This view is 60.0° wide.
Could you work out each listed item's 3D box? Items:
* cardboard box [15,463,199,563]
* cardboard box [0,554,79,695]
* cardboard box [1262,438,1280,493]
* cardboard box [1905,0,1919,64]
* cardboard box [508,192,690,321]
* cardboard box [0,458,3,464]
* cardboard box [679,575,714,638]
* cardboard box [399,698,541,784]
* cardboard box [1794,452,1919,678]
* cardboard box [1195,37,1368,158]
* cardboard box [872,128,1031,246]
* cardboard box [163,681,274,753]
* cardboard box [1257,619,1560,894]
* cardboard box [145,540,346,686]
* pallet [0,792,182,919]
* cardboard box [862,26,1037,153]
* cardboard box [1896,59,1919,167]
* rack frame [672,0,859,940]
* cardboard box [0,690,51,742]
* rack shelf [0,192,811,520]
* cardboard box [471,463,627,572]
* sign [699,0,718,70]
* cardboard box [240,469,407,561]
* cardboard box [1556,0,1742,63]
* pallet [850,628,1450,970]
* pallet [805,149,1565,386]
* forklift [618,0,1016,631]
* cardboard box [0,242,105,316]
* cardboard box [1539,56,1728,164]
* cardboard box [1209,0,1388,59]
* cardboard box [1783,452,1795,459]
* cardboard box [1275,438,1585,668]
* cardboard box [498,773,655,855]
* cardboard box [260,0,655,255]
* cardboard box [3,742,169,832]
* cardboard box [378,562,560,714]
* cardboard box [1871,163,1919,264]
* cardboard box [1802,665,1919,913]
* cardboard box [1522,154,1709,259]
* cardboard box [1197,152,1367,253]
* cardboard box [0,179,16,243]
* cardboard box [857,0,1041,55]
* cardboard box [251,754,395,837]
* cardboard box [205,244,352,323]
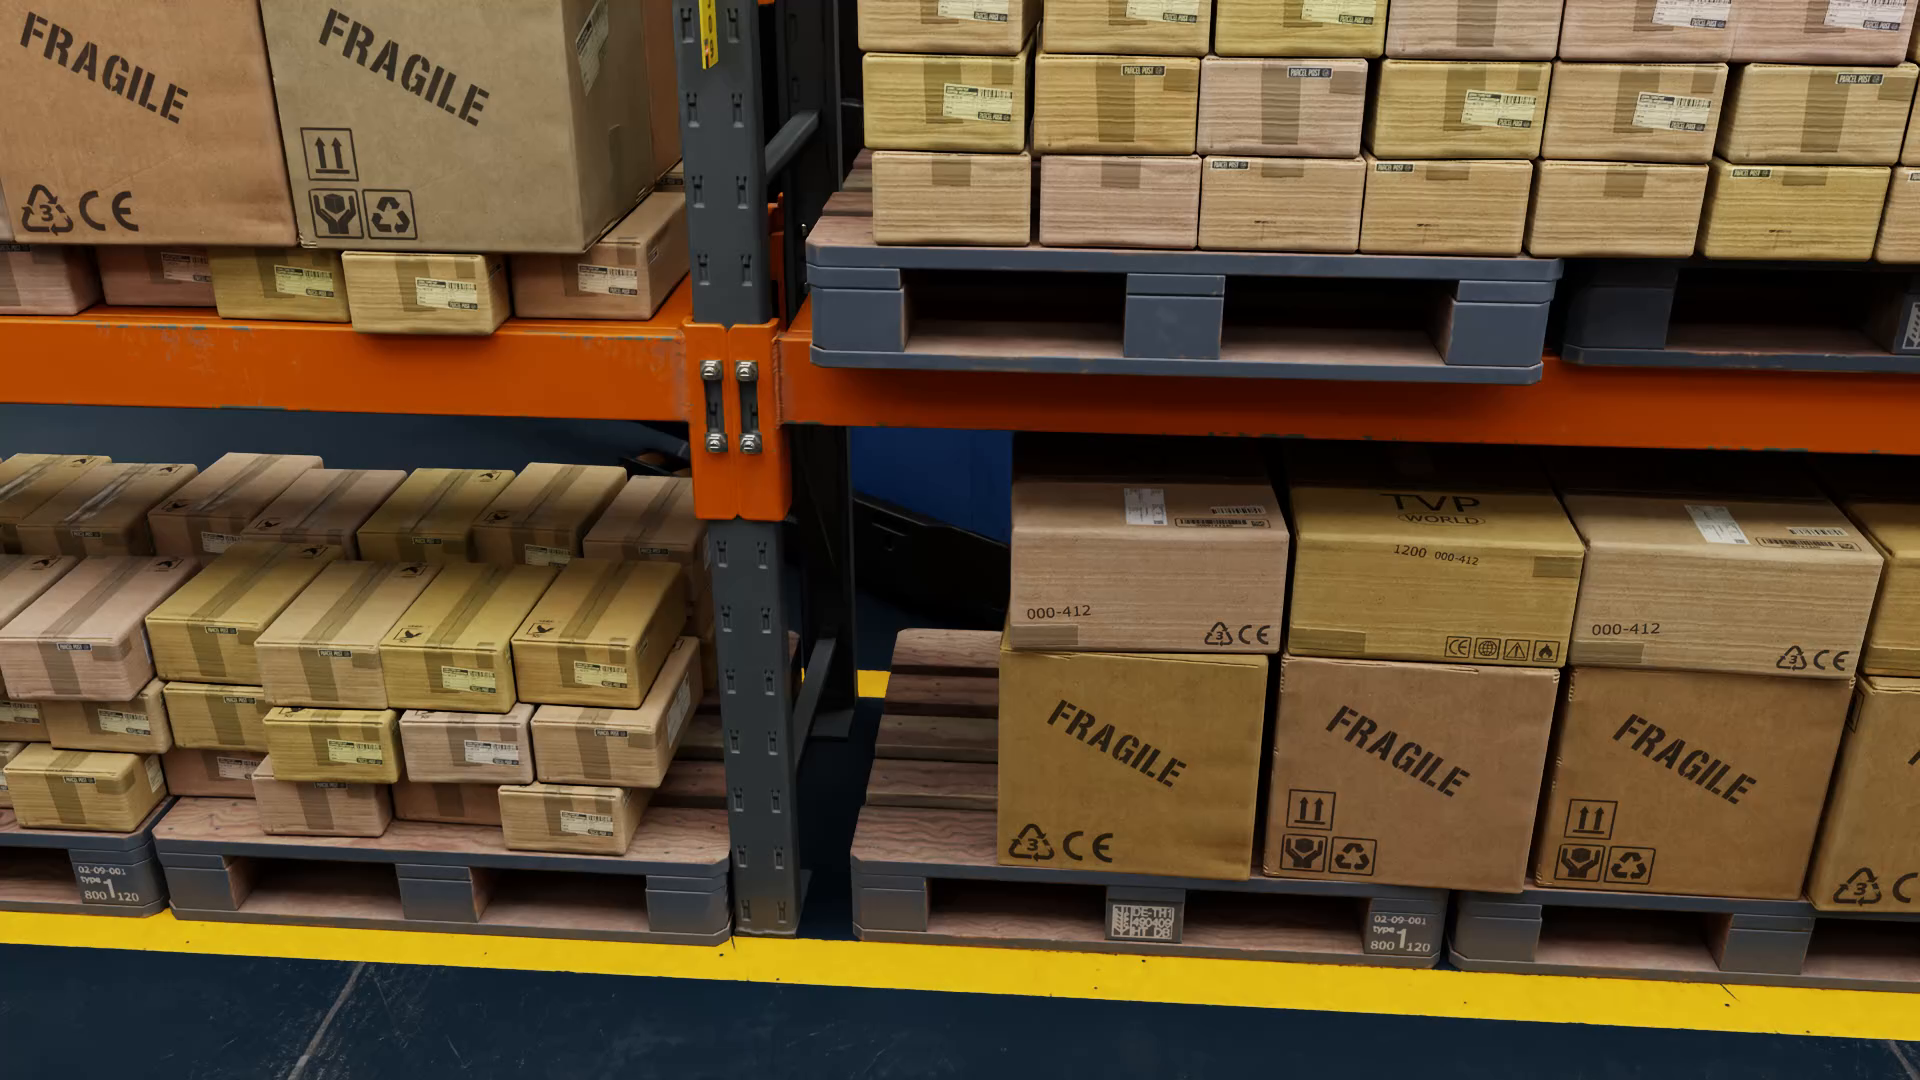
[{"bbox_3d":[-2.007,-0.044,3.954,0.250,0.149,0.380,1,25,2],"label":"cardboard box"},{"bbox_3d":[-2.047,0.176,3.476,0.250,0.149,0.380,1,25,2],"label":"cardboard box"},{"bbox_3d":[0.907,-0.200,3.687,0.500,0.250,0.500,3,25,6],"label":"cardboard box"},{"bbox_3d":[1.550,-0.839,2.571,0.250,0.149,0.380,3,25,6],"label":"cardboard box"},{"bbox_3d":[-0.669,-0.542,3.140,0.250,0.149,0.380,2,25,3],"label":"cardboard box"},{"bbox_3d":[-2.513,-0.065,3.999,0.250,0.149,0.380,1,25,2],"label":"cardboard box"},{"bbox_3d":[-0.703,0.080,4.040,0.250,0.149,0.380,3,25,6],"label":"cardboard box"},{"bbox_3d":[-0.975,0.344,3.467,0.250,0.149,0.380,1,25,1],"label":"cardboard box"},{"bbox_3d":[1.910,0.041,3.164,0.500,0.250,0.500,2,25,5],"label":"cardboard box"},{"bbox_3d":[0.507,-0.736,2.704,0.250,0.149,0.380,2,25,5],"label":"cardboard box"},{"bbox_3d":[-0.008,-0.617,2.800,0.250,0.149,0.380,1,25,1],"label":"cardboard box"},{"bbox_3d":[-1.486,0.294,3.576,0.250,0.149,0.380,2,25,4],"label":"cardboard box"},{"bbox_3d":[0.878,0.351,3.387,0.500,0.500,0.500,3,25,6],"label":"cardboard box"},{"bbox_3d":[-1.500,0.149,3.533,0.250,0.149,0.380,3,25,6],"label":"cardboard box"},{"bbox_3d":[-2.258,0.478,3.959,1.213,0.211,1.003,2,25,4],"label":"pallet"},{"bbox_3d":[-0.008,-0.752,2.738,0.250,0.149,0.380,2,25,5],"label":"cardboard box"},{"bbox_3d":[1.551,-0.703,2.631,0.250,0.149,0.380,1,25,3],"label":"cardboard box"},{"bbox_3d":[-0.366,-0.744,3.279,0.127,3.000,1.000,2,25,4],"label":"rack frame"},{"bbox_3d":[-2.007,0.277,3.613,0.250,0.149,0.380,1,25,1],"label":"cardboard box"},{"bbox_3d":[-2.360,-0.482,3.569,4.000,0.370,1.077,2,25,4],"label":"rack shelf"},{"bbox_3d":[-0.964,-0.041,3.947,0.250,0.149,0.380,3,25,7],"label":"cardboard box"},{"bbox_3d":[-0.400,-0.911,2.606,0.005,0.325,0.100,2,25,4],"label":"sign"},{"bbox_3d":[-1.481,-0.028,3.918,0.250,0.149,0.380,1,25,3],"label":"cardboard box"},{"bbox_3d":[1.029,-0.854,2.605,0.250,0.149,0.380,2,25,4],"label":"cardboard box"},{"bbox_3d":[0.410,0.547,3.809,1.213,0.211,1.003,2,25,4],"label":"pallet"},{"bbox_3d":[0.385,-0.572,3.134,1.213,0.211,1.003,2,25,4],"label":"pallet"},{"bbox_3d":[-0.492,-1.546,5.104,3.031,2.935,1.130,20,31,37],"label":"forklift"},{"bbox_3d":[-1.724,-0.553,3.163,0.250,0.149,0.380,1,25,2],"label":"cardboard box"},{"bbox_3d":[1.036,-0.720,2.670,0.250,0.149,0.380,3,25,6],"label":"cardboard box"},{"bbox_3d":[0.525,-0.871,2.641,0.250,0.149,0.380,2,25,4],"label":"cardboard box"},{"bbox_3d":[1.955,-0.173,3.627,0.500,0.250,0.500,2,25,4],"label":"cardboard box"},{"bbox_3d":[0.882,0.010,3.232,0.500,0.250,0.500,3,25,5],"label":"cardboard box"},{"bbox_3d":[-0.783,0.489,3.506,0.250,0.149,0.380,2,25,5],"label":"cardboard box"},{"bbox_3d":[-0.870,-0.823,2.974,0.500,0.500,0.500,2,25,4],"label":"cardboard box"},{"bbox_3d":[-1.815,0.456,3.578,0.250,0.149,0.380,2,25,4],"label":"cardboard box"},{"bbox_3d":[-0.998,0.195,3.434,0.250,0.149,0.380,2,25,5],"label":"cardboard box"},{"bbox_3d":[1.545,-0.568,2.694,0.250,0.149,0.380,1,25,2],"label":"cardboard box"},{"bbox_3d":[1.900,0.388,3.306,0.500,0.500,0.500,1,25,2],"label":"cardboard box"},{"bbox_3d":[1.021,-0.584,2.729,0.250,0.149,0.380,1,25,2],"label":"cardboard box"},{"bbox_3d":[0.517,-0.601,2.765,0.250,0.149,0.380,2,25,4],"label":"cardboard box"},{"bbox_3d":[-1.883,-0.856,3.047,0.500,0.500,0.500,2,25,4],"label":"cardboard box"},{"bbox_3d":[-0.008,-0.887,2.676,0.250,0.149,0.380,3,25,7],"label":"cardboard box"},{"bbox_3d":[-1.304,0.465,3.560,0.250,0.149,0.380,1,25,2],"label":"cardboard box"},{"bbox_3d":[-1.196,-0.538,3.131,0.250,0.149,0.380,3,25,6],"label":"cardboard box"}]
